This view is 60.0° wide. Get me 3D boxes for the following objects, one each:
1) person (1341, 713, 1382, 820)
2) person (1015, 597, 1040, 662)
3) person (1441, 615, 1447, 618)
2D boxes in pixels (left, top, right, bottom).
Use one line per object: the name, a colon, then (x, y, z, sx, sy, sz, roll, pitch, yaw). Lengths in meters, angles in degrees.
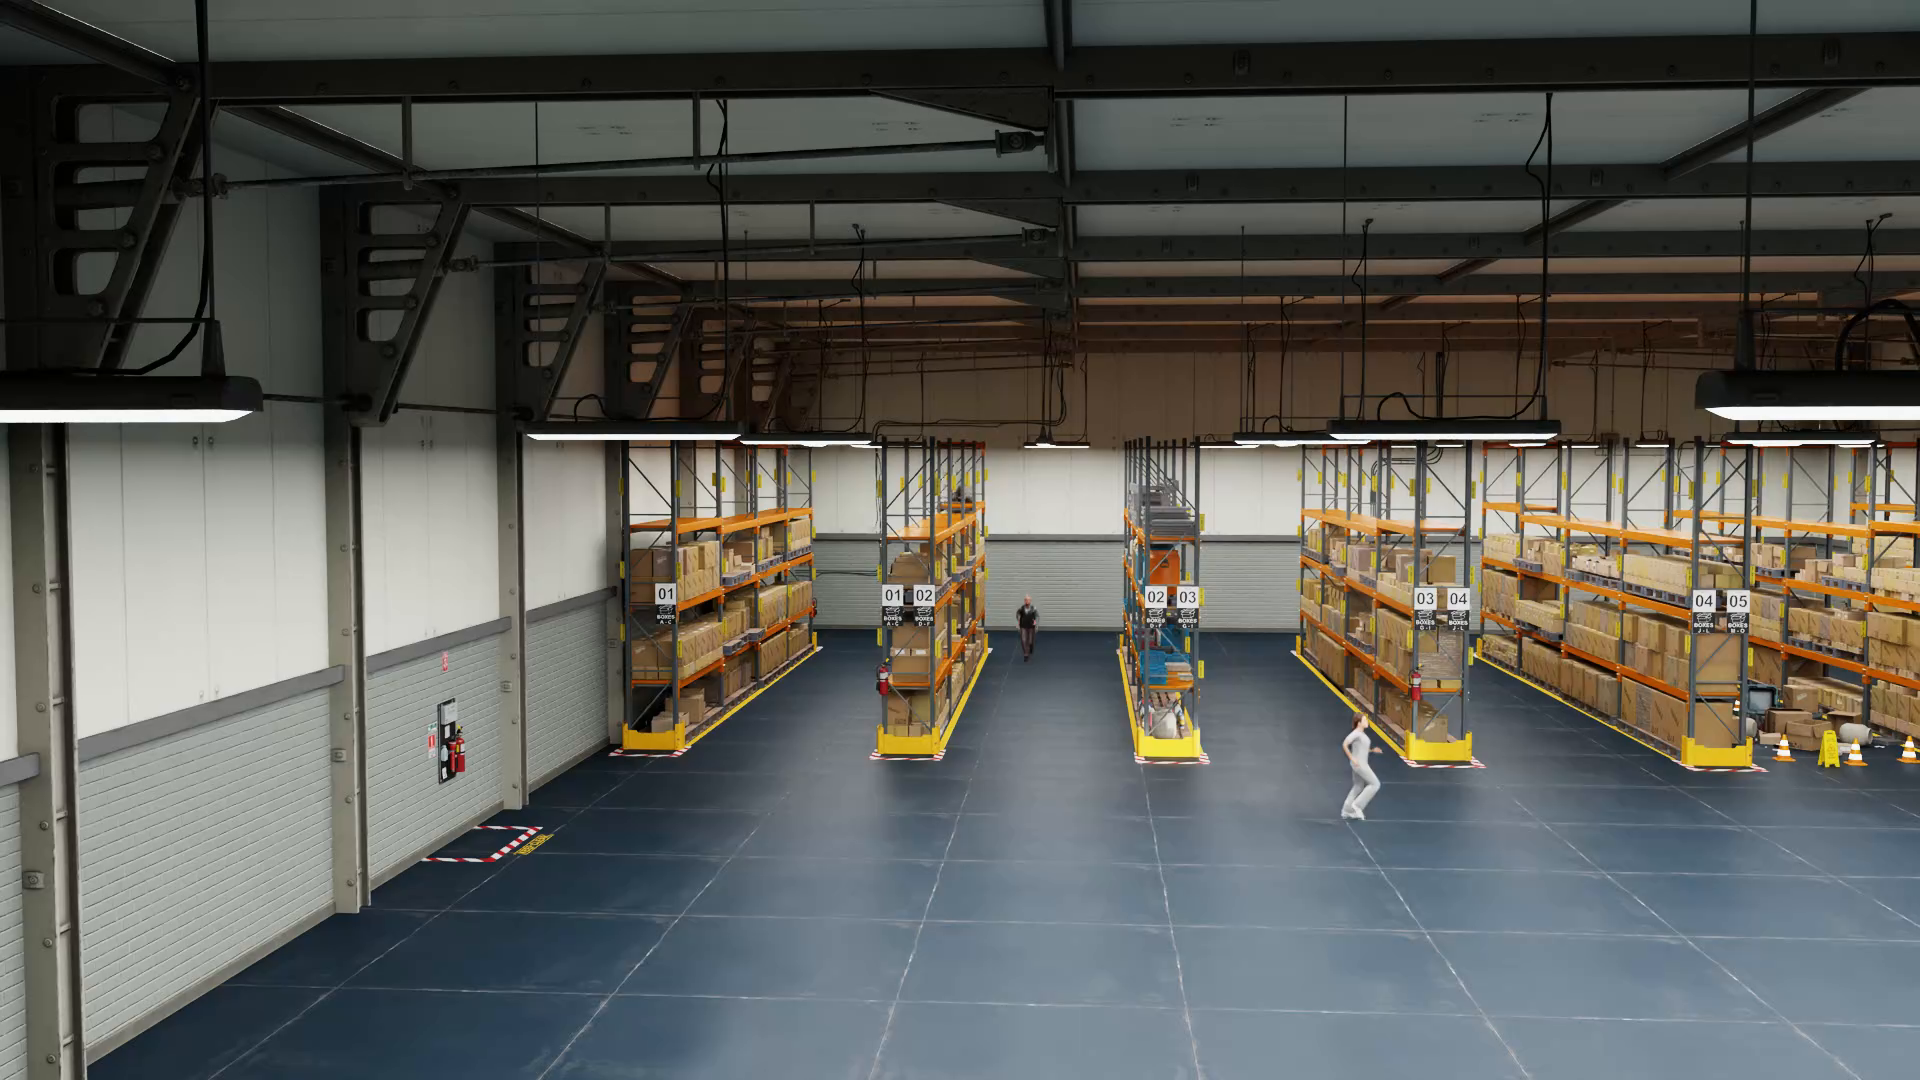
person: (6.230, 3.511, 25.758, 0.613, 1.618, 0.552, 1, 3, 18)
person: (1.797, 2.358, 44.346, 0.662, 1.709, 0.801, 0, 3, 7)
person: (13.150, 2.455, 45.034, 0.588, 1.720, 0.870, 1, 3, 9)
